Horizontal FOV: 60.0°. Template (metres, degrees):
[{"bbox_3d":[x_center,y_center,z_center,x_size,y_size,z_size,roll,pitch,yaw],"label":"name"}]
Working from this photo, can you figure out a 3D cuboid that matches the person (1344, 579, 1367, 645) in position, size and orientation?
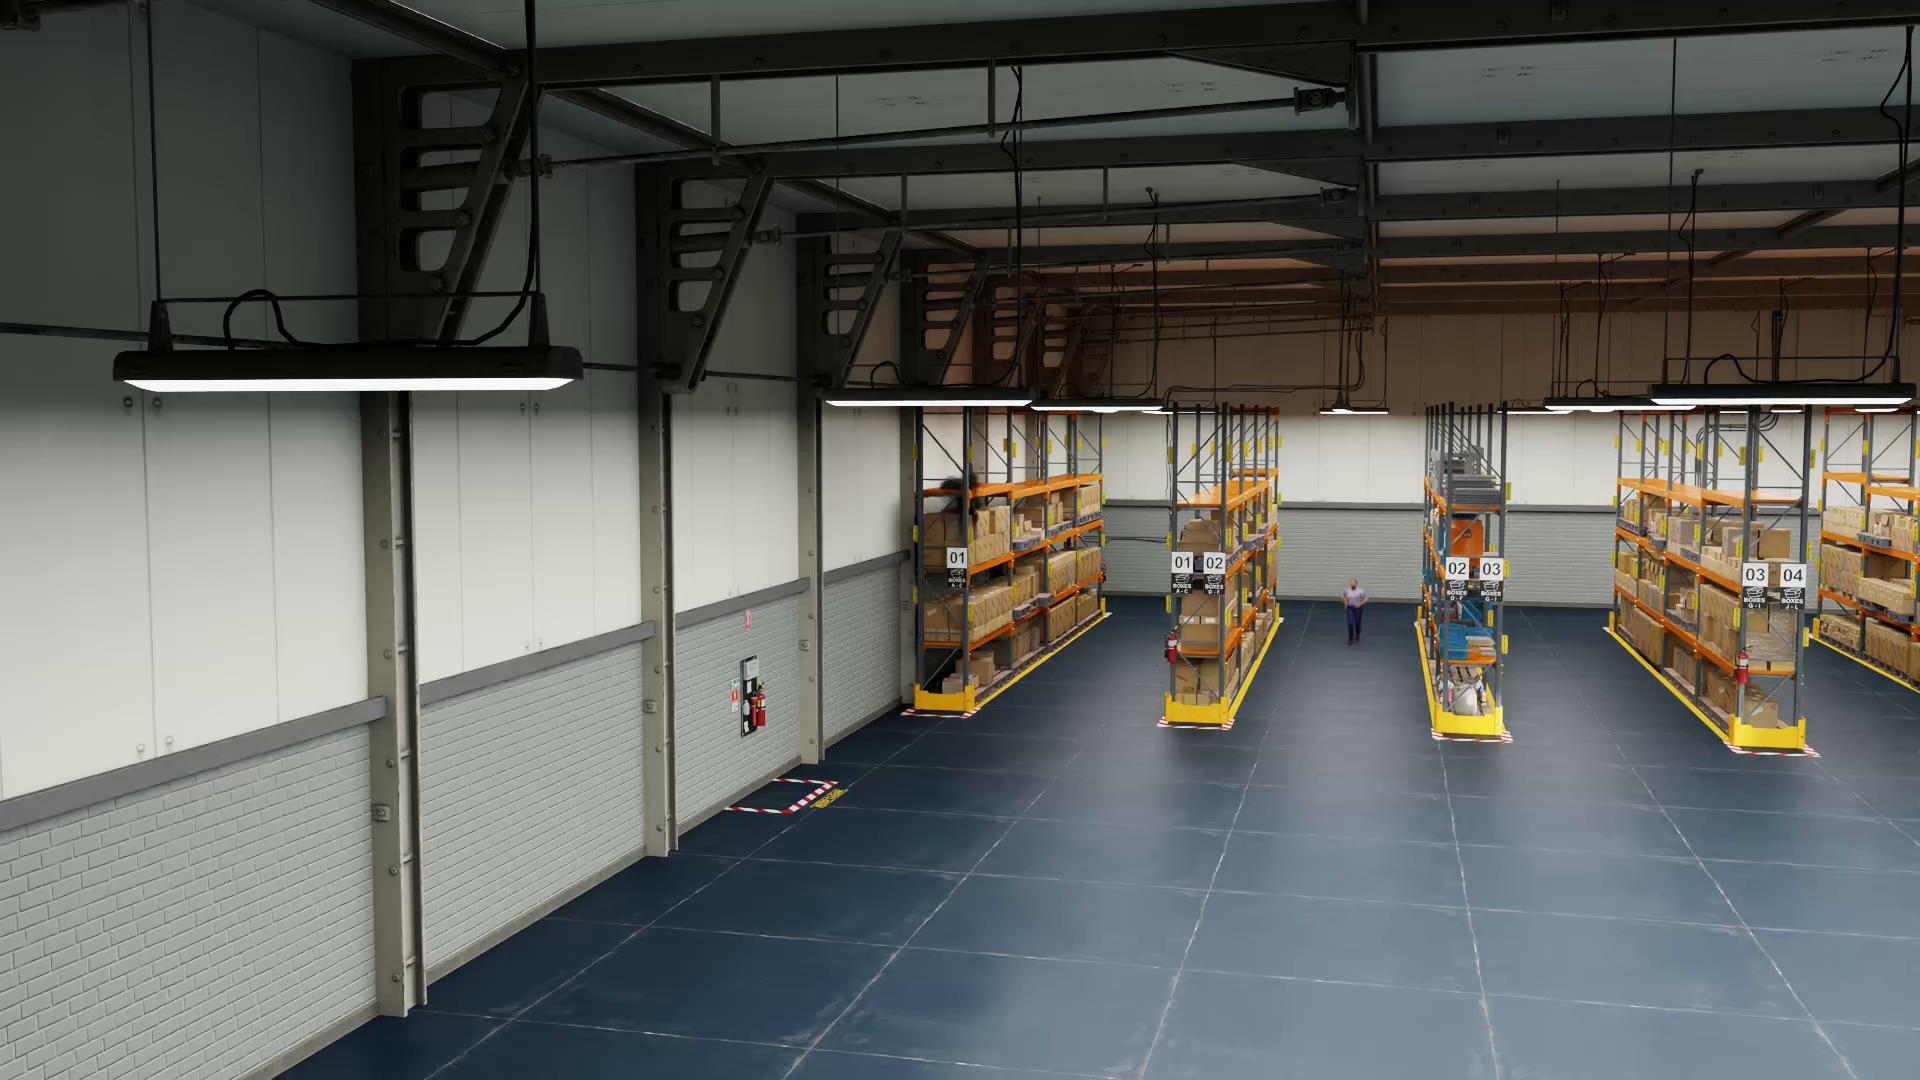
[{"bbox_3d":[9.962,1.787,41.927,0.599,1.644,0.858,2,5,21],"label":"person"}]
